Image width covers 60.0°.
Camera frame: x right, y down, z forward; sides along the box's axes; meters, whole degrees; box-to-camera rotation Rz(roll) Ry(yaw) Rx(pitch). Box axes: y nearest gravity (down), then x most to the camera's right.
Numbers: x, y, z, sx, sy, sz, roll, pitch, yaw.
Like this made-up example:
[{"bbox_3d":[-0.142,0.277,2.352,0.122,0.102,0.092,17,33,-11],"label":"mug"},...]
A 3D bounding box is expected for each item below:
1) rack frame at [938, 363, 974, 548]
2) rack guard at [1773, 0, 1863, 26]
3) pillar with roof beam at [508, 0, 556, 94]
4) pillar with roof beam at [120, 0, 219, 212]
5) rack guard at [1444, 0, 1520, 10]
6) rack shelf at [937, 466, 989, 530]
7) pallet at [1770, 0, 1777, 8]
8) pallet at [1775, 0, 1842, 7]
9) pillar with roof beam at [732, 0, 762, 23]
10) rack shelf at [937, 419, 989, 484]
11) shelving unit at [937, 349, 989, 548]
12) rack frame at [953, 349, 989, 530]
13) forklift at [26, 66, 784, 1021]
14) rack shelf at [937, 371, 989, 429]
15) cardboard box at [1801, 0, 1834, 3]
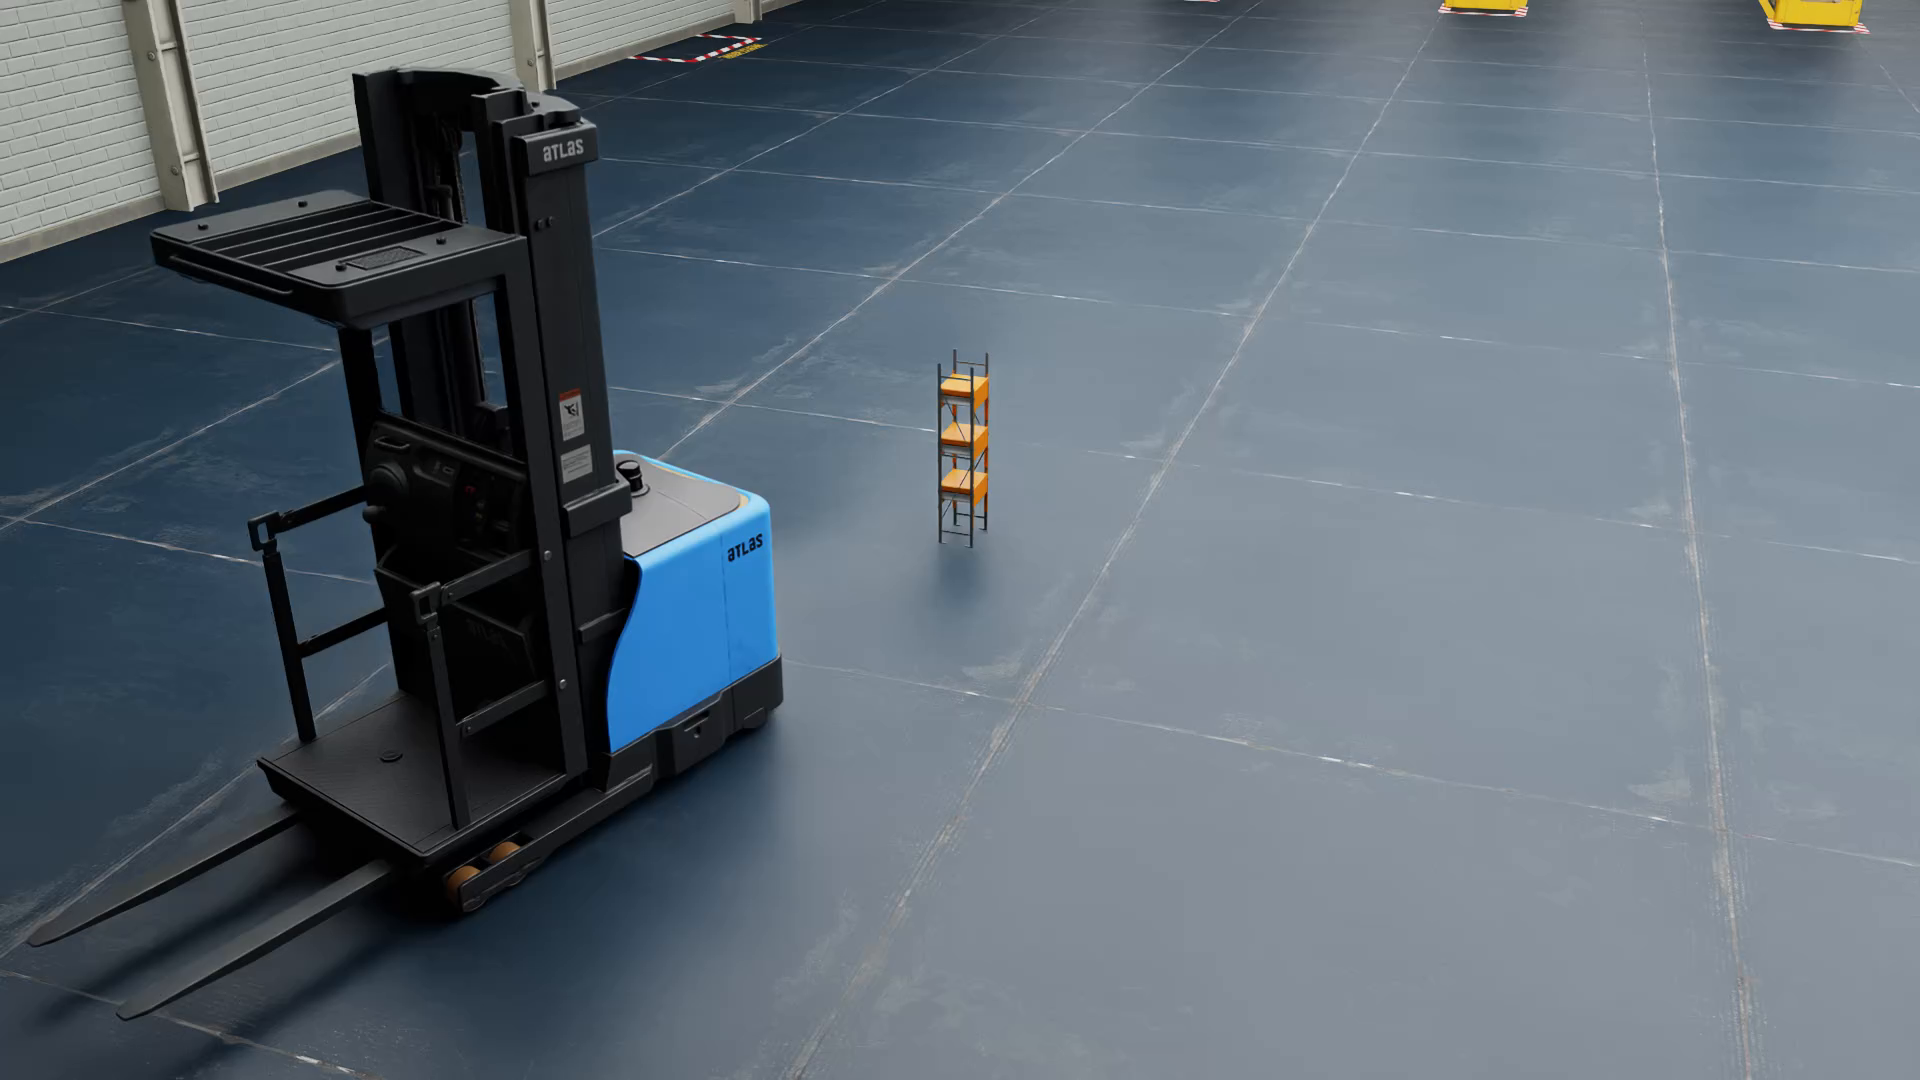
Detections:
[{"bbox_3d":[-0.023,-0.444,8.963,0.200,1.050,0.008,9,27,17],"label":"rack frame"},{"bbox_3d":[13.297,-8.275,25.766,1.175,0.500,0.348,9,27,17],"label":"rack guard"},{"bbox_3d":[-1.258,-9.081,17.679,9.100,9.000,0.400,9,27,17],"label":"pillar with roof beam"},{"bbox_3d":[-3.255,-6.615,12.587,9.100,9.000,0.400,9,27,17],"label":"pillar with roof beam"},{"bbox_3d":[8.582,-9.000,27.264,1.175,0.500,0.348,9,27,17],"label":"rack guard"},{"bbox_3d":[0.018,-0.235,9.192,0.215,0.259,0.240,9,27,17],"label":"rack shelf"},{"bbox_3d":[14.008,-8.973,27.540,1.003,0.211,1.213,9,27,17],"label":"pallet"},{"bbox_3d":[13.600,-8.473,26.508,1.003,0.211,1.213,9,27,17],"label":"pallet"},{"bbox_3d":[0.739,-11.547,22.772,9.100,9.000,0.400,9,27,17],"label":"pillar with roof beam"},{"bbox_3d":[0.018,-0.485,9.071,0.215,0.259,0.240,9,27,17],"label":"rack shelf"},{"bbox_3d":[0.018,-0.495,9.067,0.215,1.050,0.252,9,27,17],"label":"shelving unit"},{"bbox_3d":[0.058,-0.545,9.170,0.200,1.050,0.008,9,27,17],"label":"rack frame"},{"bbox_3d":[-2.097,-0.150,6.196,1.130,2.935,3.031,18,31,33],"label":"forklift"},{"bbox_3d":[0.018,-0.740,8.948,0.215,0.259,0.240,9,27,17],"label":"rack shelf"},{"bbox_3d":[13.495,-8.687,26.135,0.500,0.500,0.500,14,29,27],"label":"cardboard box"}]
